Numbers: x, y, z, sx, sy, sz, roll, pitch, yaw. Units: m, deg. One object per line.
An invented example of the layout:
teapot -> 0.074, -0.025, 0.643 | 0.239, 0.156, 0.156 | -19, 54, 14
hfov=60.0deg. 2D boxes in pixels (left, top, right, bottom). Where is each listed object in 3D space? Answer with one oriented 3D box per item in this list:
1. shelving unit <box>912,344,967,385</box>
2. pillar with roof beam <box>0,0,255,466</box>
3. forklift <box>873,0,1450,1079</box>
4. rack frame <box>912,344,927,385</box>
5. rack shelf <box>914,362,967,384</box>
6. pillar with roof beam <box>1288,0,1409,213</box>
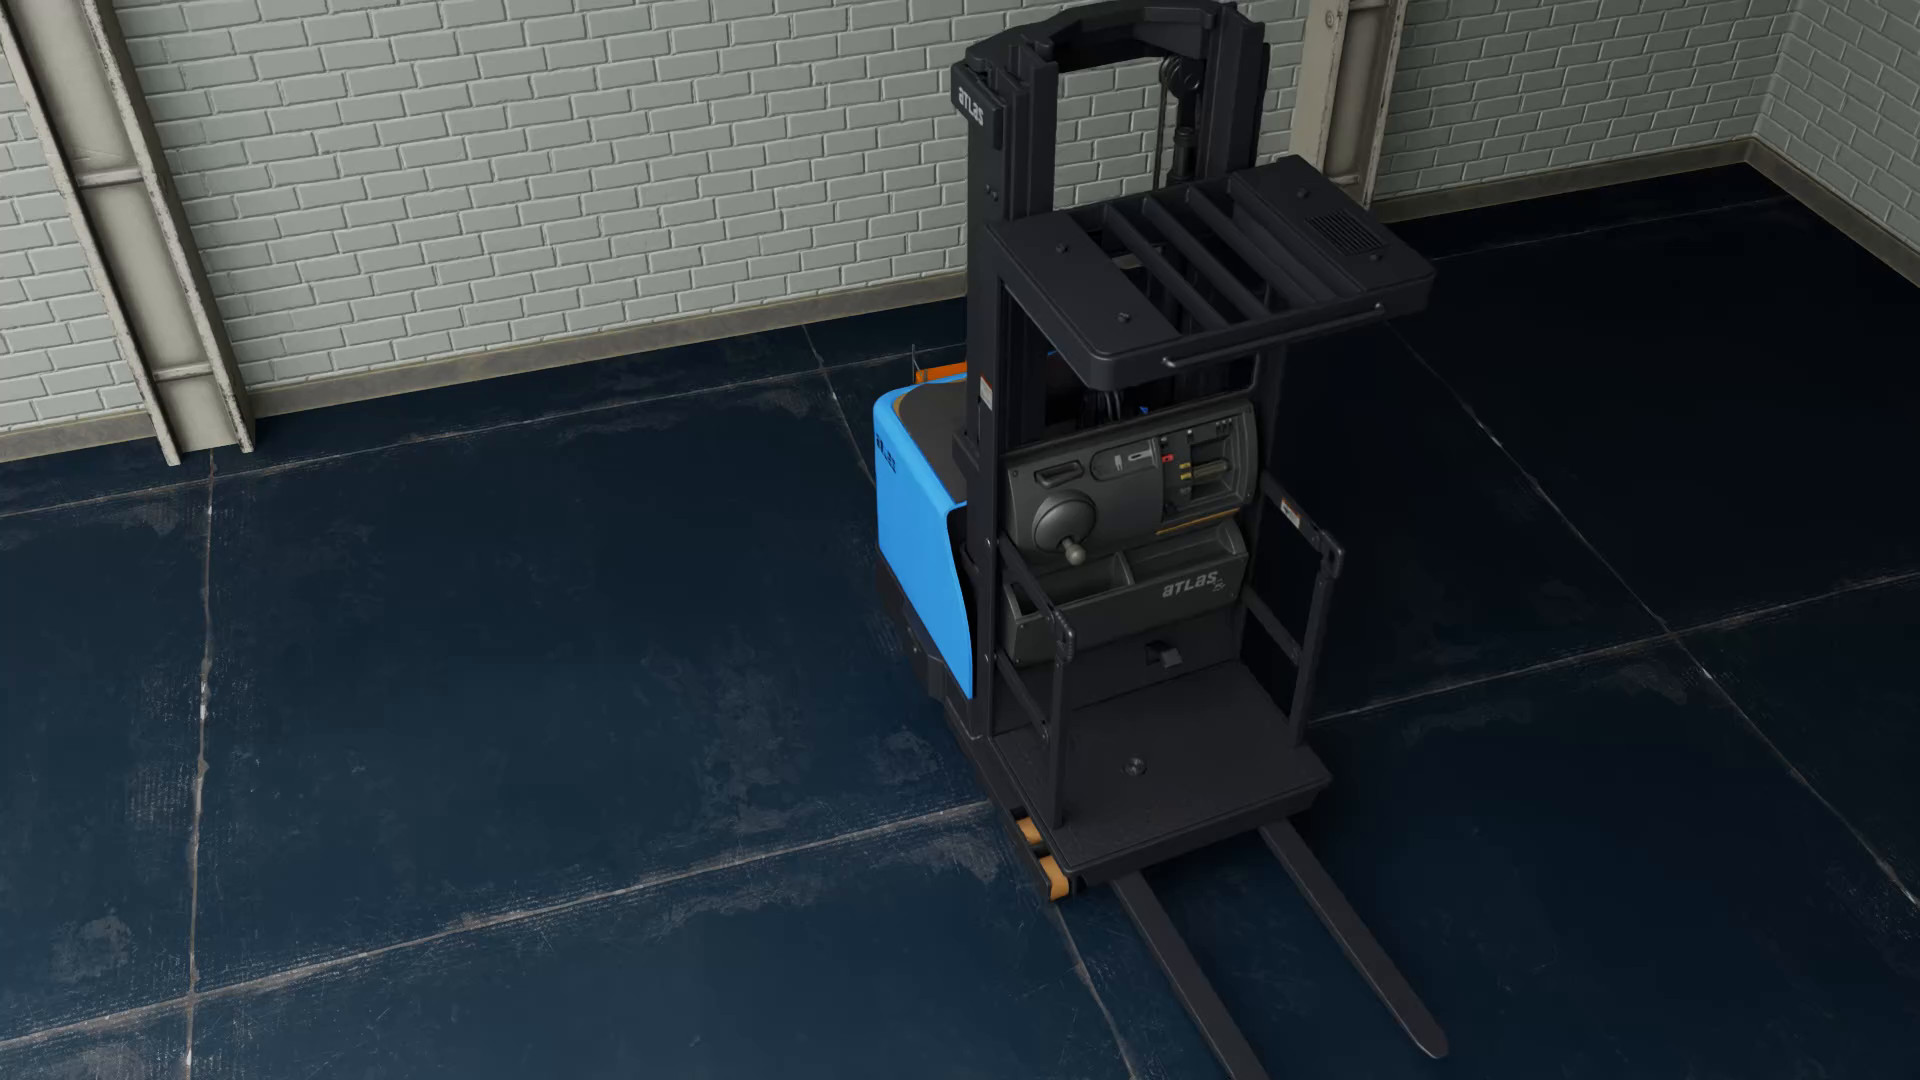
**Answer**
shelving unit -> -0.051, -0.385, 7.242 | 0.252, 1.050, 0.215 | -12, 42, -13
pillar with roof beam -> -2.376, -1.179, 2.109 | 0.400, 9.000, 9.100 | -12, 42, -13
forklift -> 0.681, -0.111, 5.499 | 1.130, 2.935, 3.031 | -16, 44, -17
rack frame -> -0.167, -0.361, 7.214 | 0.008, 1.050, 0.200 | -12, 42, -13
rack shelf -> -0.051, -0.591, 7.062 | 0.240, 0.259, 0.215 | -12, 42, -13
pillar with roof beam -> 3.347, -2.364, 3.466 | 0.400, 9.000, 9.100 | -12, 42, -13
